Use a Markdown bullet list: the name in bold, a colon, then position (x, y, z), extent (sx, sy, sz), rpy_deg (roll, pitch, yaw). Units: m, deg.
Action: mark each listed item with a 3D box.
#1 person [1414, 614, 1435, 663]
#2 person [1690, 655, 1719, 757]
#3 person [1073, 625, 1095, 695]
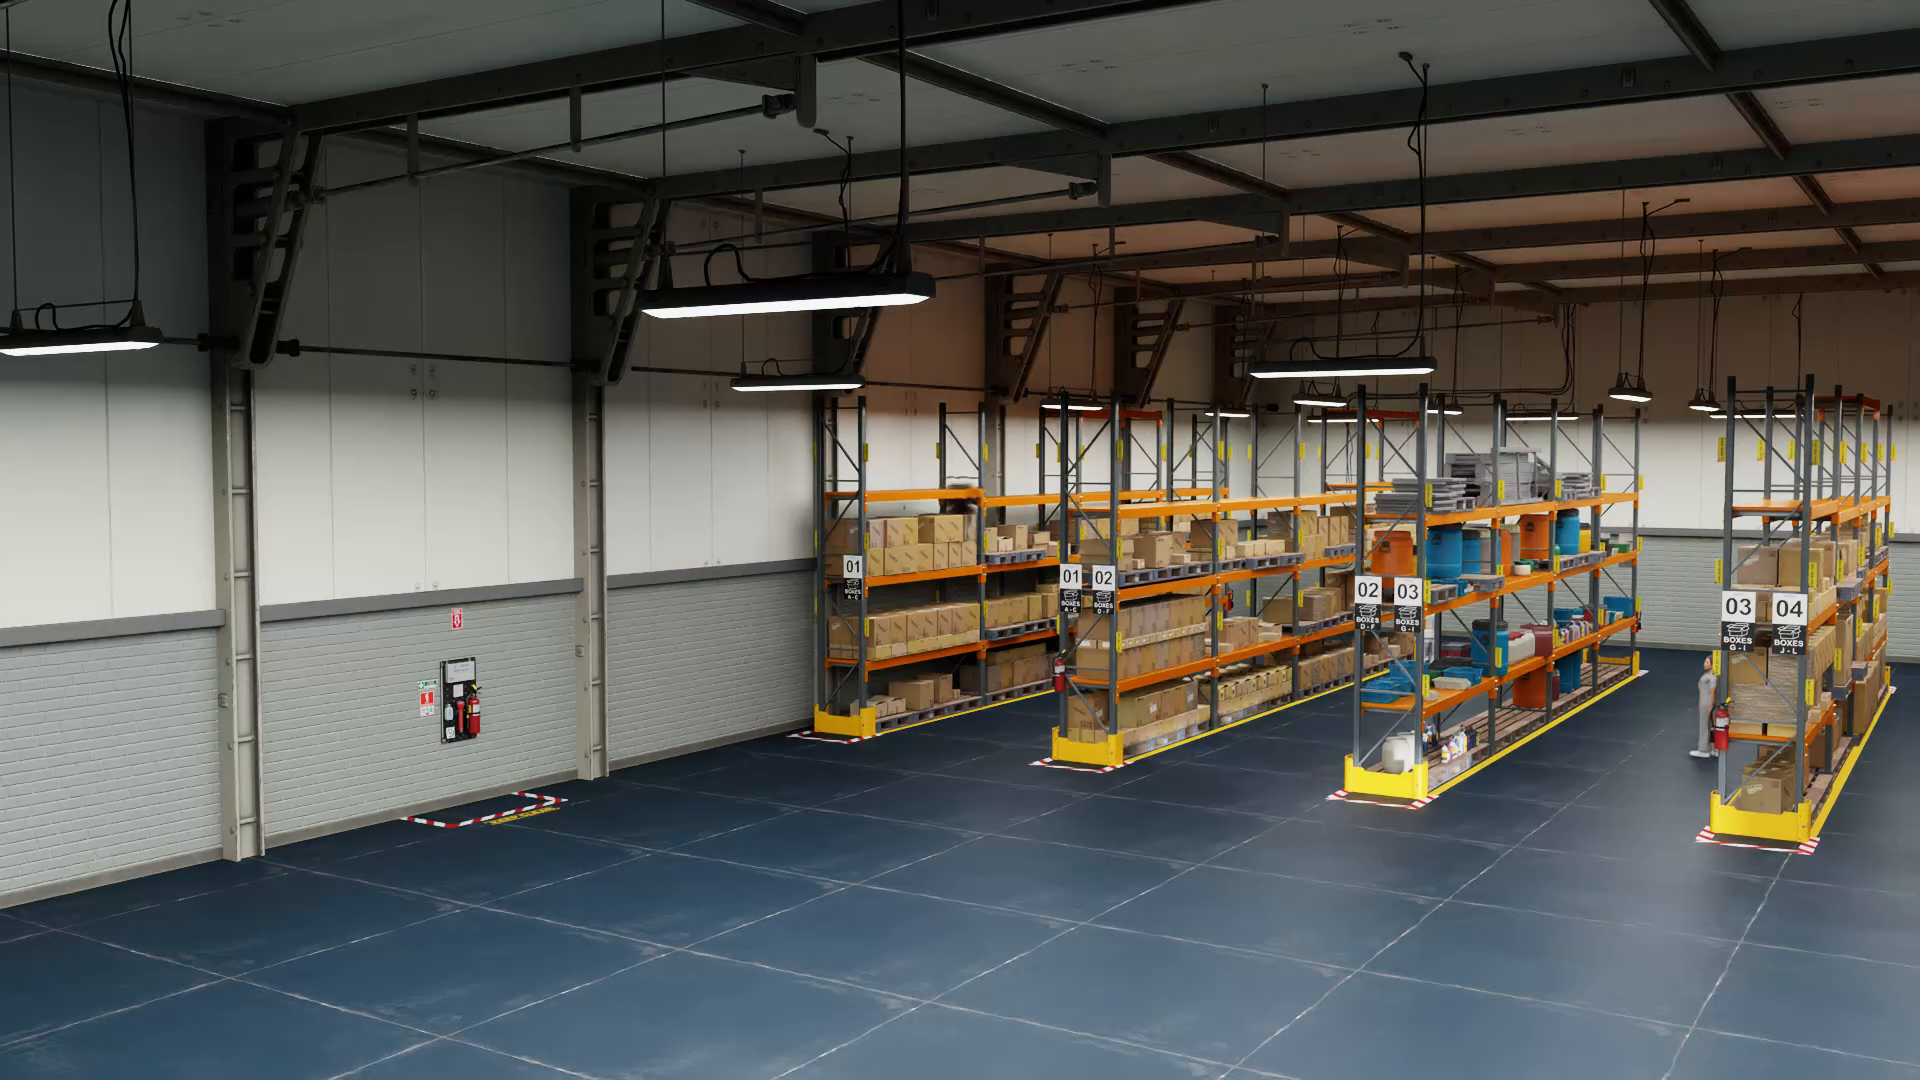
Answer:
- **person**: position (10.283, 2.184, 36.686), extent (0.639, 1.813, 0.397), rpy_deg (-2, 4, -38)
- **person**: position (12.308, 2.727, 27.382), extent (0.463, 1.670, 0.458), rpy_deg (2, 4, 37)
- **person**: position (2.622, 2.350, 34.394), extent (0.589, 1.751, 0.424), rpy_deg (-2, 4, -36)
